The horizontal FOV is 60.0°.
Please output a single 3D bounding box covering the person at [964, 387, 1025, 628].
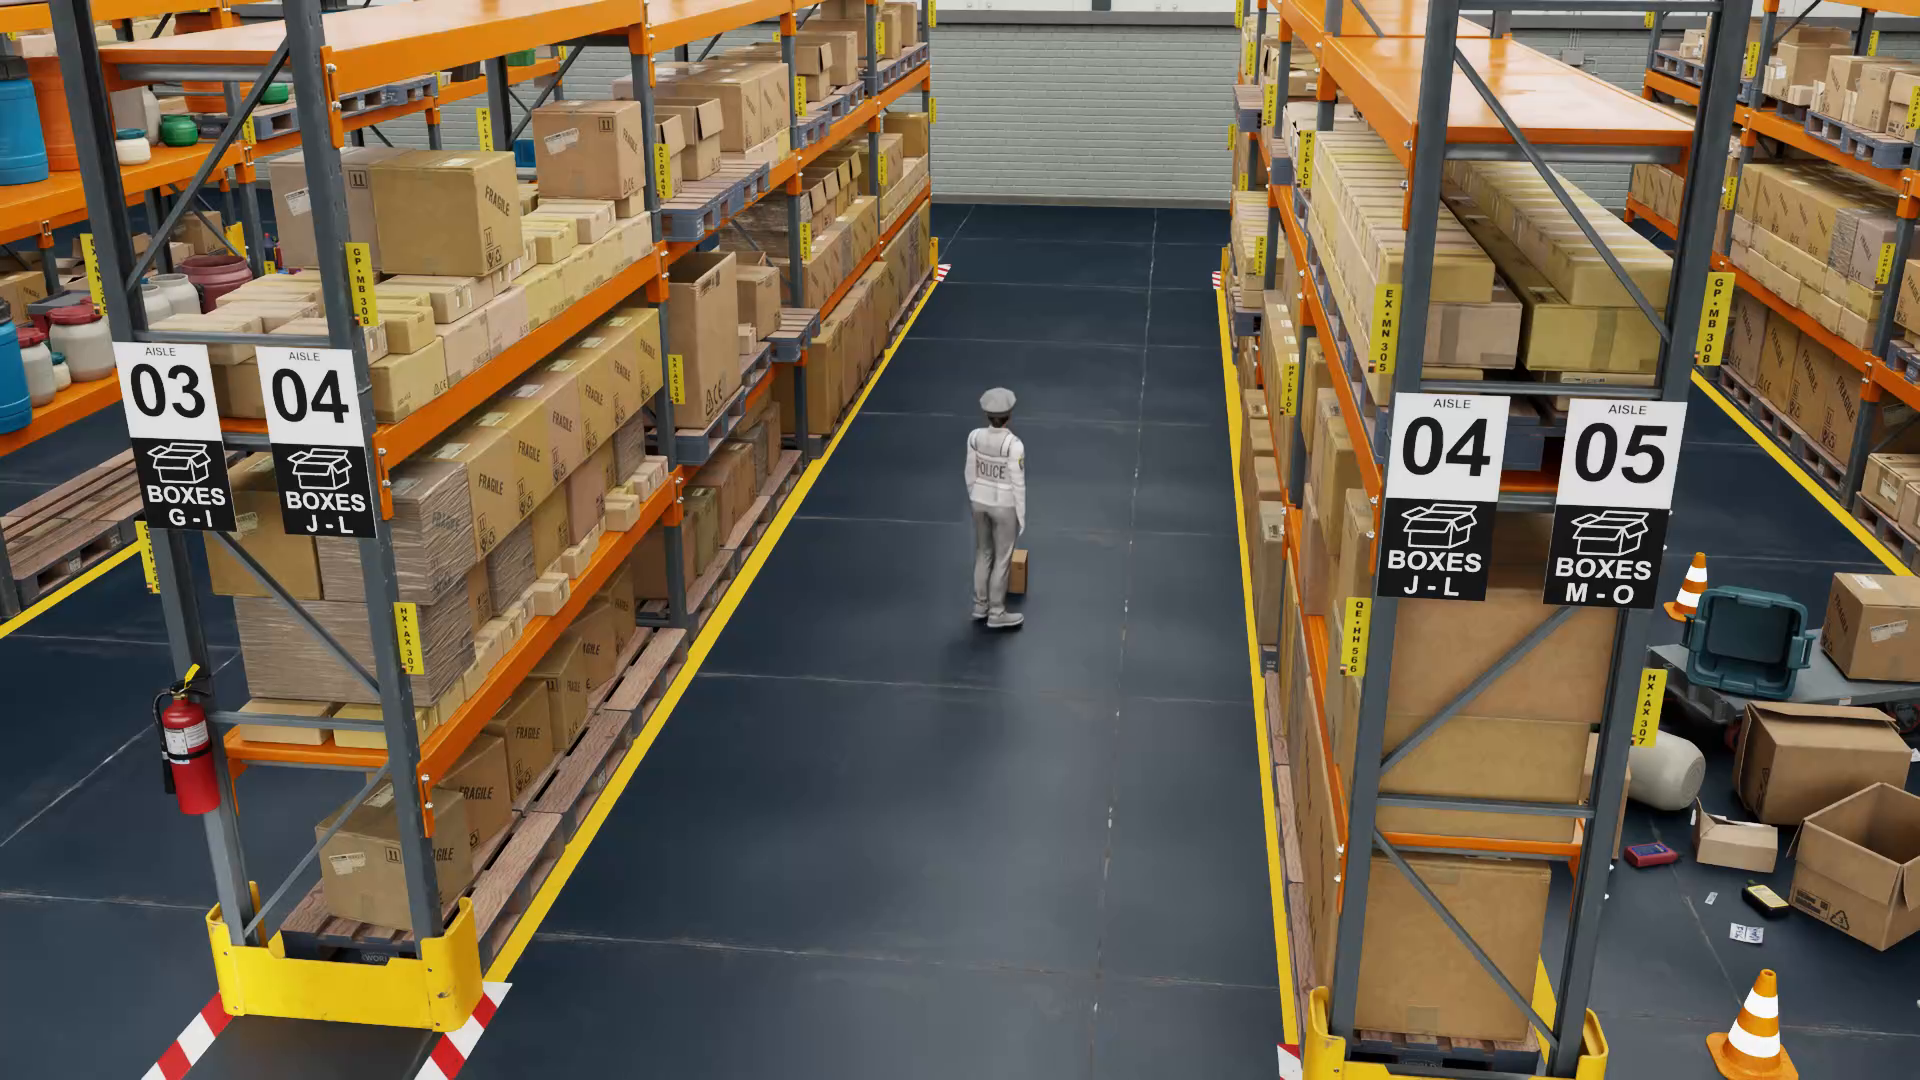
[{"bbox_3d":[0.247,-0.221,11.576,0.487,1.702,0.369,14,26,33],"label":"person"}]
